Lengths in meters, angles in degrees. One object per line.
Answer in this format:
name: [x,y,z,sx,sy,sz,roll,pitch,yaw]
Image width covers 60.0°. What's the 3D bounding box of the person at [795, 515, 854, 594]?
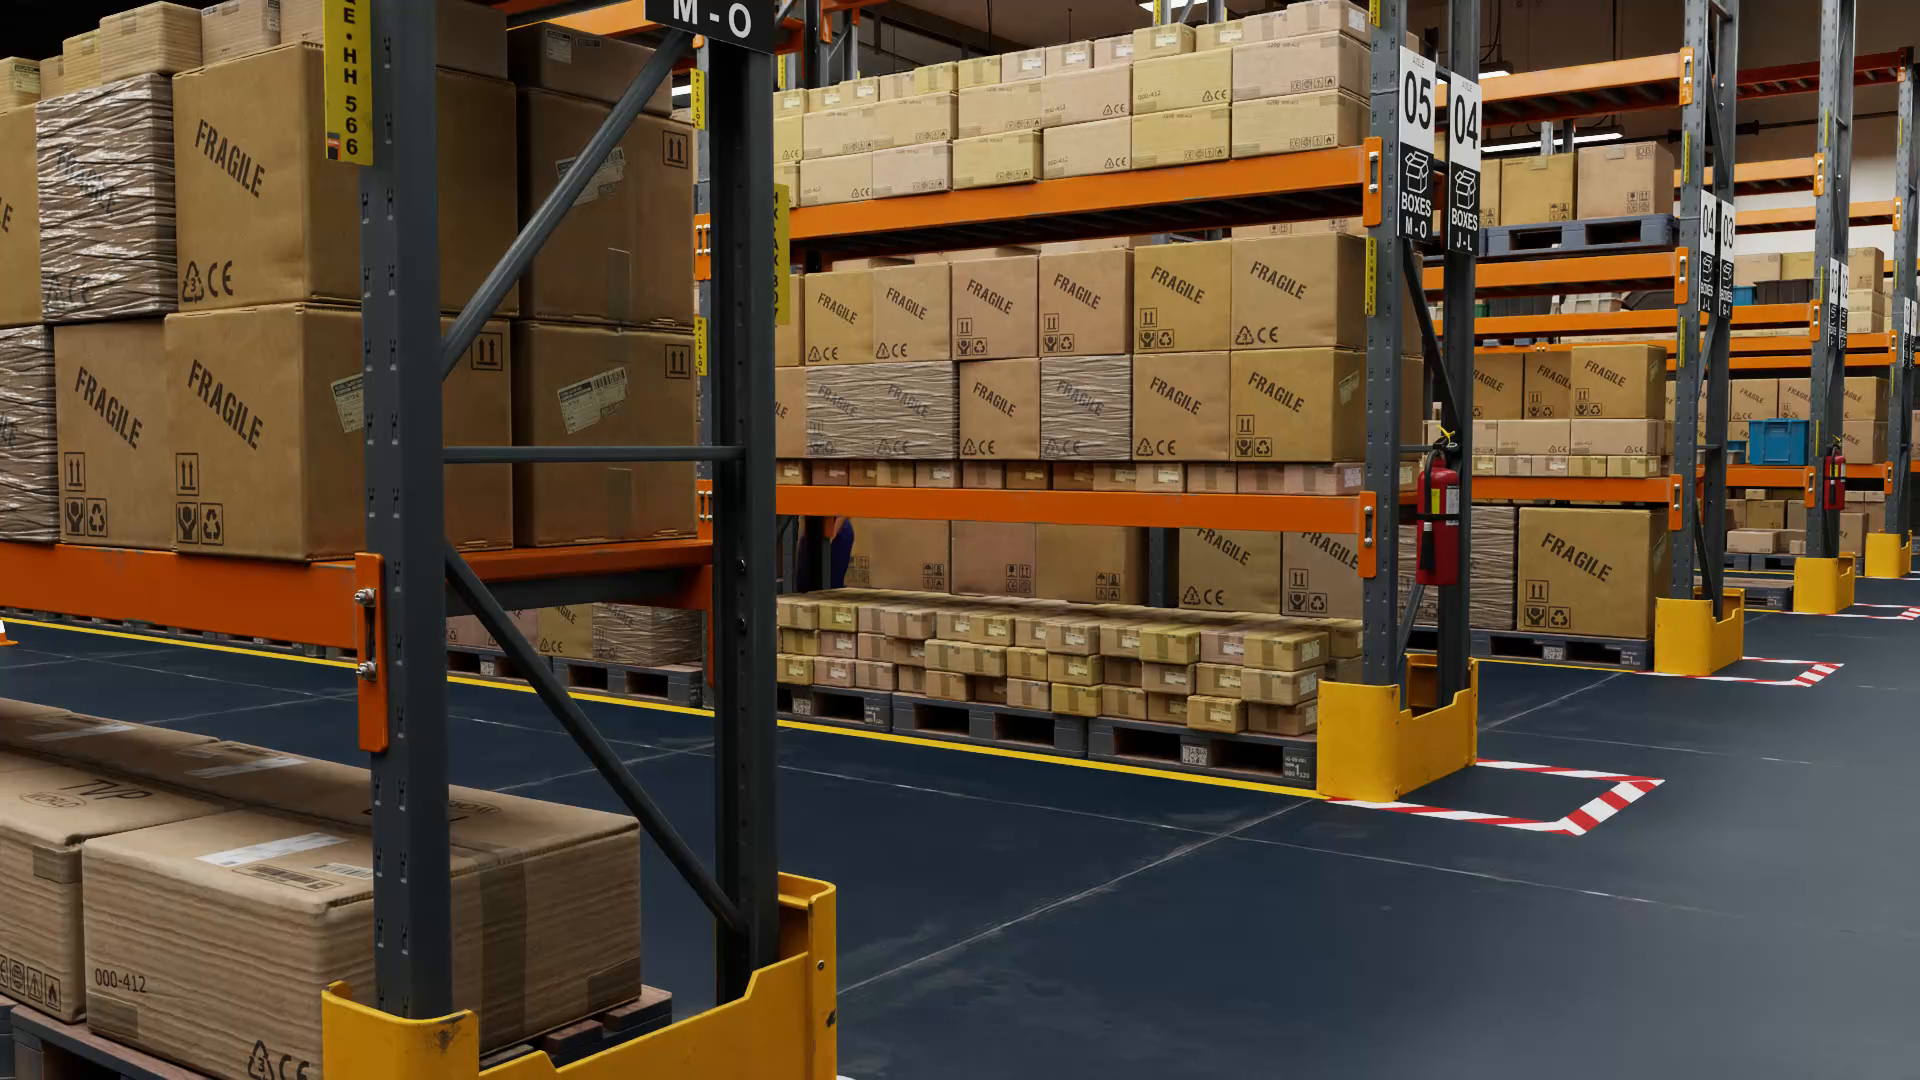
person: [-1.042,-0.006,12.263,0.517,1.666,0.472,3,5,44]
